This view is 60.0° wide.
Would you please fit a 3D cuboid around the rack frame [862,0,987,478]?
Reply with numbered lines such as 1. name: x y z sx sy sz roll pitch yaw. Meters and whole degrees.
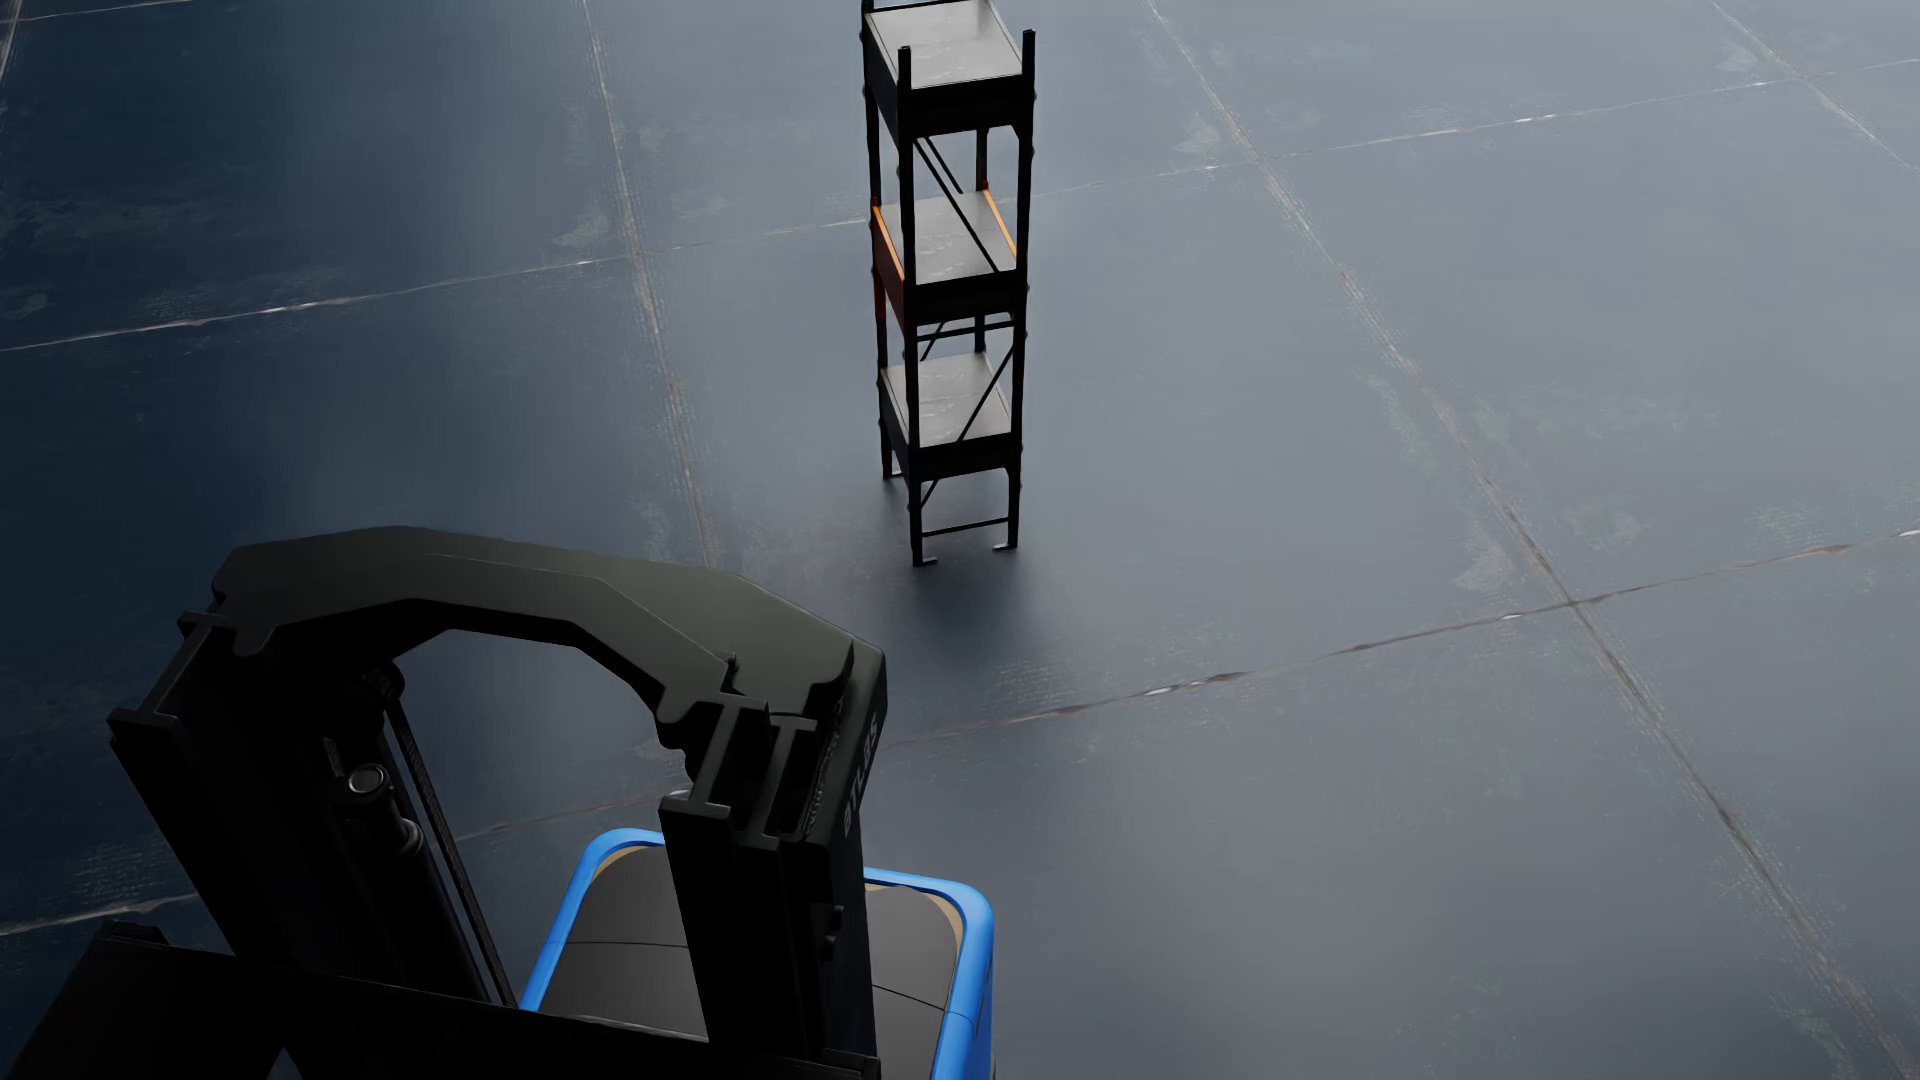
1. rack frame: -0.105 -1.018 5.777 0.400 2.100 0.015 -11 47 -10

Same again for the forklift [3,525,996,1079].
1. forklift: -0.690 1.520 2.708 1.130 2.935 3.031 8 46 8

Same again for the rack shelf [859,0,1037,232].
1. rack shelf: -0.042 -1.330 5.122 0.431 0.518 0.480 -11 47 -10

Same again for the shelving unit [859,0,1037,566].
1. shelving unit: -0.042 -0.849 5.612 0.431 2.100 0.503 -11 47 -10

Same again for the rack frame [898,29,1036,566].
1. rack frame: 0.020 -0.681 5.447 0.400 2.100 0.015 -11 47 -10

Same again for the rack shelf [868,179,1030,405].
1. rack shelf: -0.042 -0.840 5.622 0.431 0.518 0.480 -11 47 -10

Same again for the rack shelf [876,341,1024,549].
1. rack shelf: -0.042 -0.350 6.122 0.431 0.518 0.480 -11 47 -10
